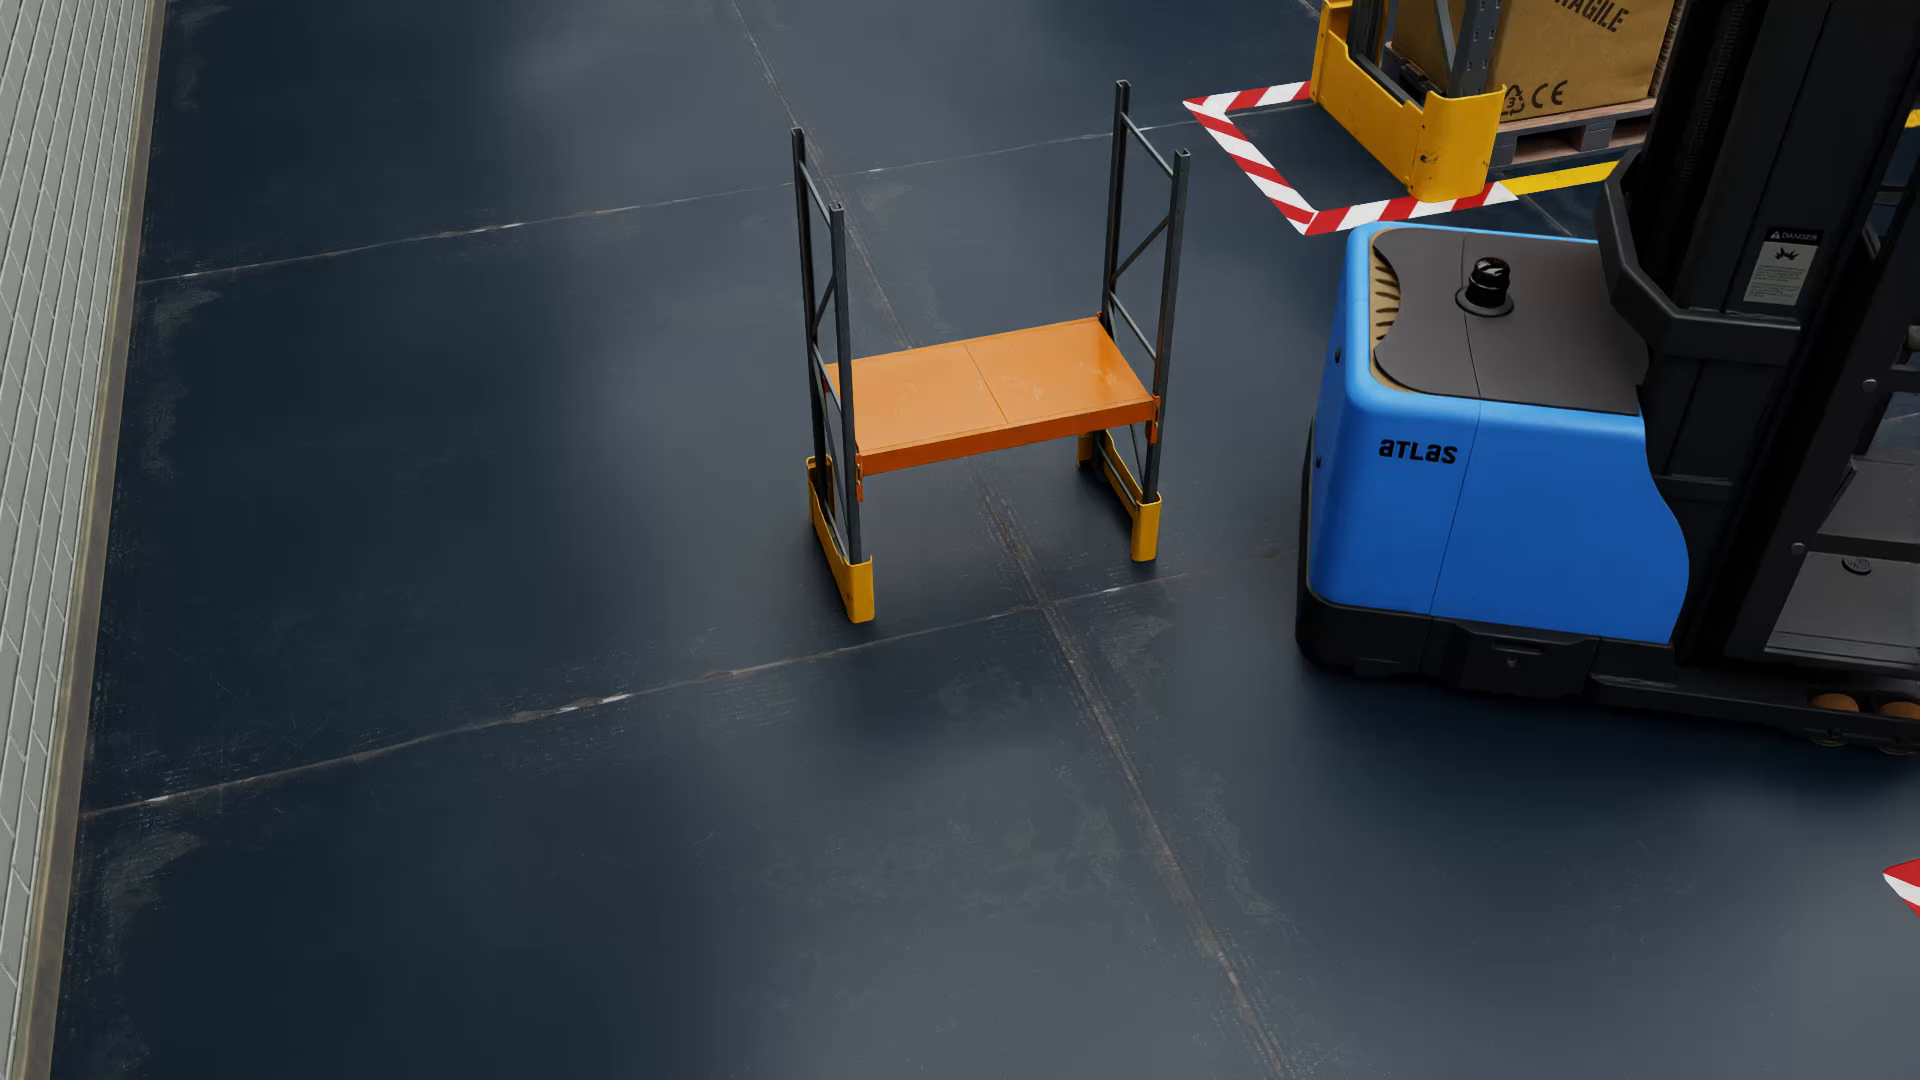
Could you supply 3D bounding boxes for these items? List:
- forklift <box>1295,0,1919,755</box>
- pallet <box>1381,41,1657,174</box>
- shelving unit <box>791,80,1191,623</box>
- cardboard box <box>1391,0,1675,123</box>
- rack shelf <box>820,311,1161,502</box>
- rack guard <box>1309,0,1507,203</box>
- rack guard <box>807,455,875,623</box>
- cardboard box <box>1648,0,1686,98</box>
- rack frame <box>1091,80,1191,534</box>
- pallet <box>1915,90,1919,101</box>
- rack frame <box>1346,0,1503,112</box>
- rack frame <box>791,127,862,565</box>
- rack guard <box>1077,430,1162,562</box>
[{"bbox_3d":[2.633,-0.837,4.481,3.031,2.935,1.130,7,42,8],"label":"forklift"},{"bbox_3d":[2.823,-2.198,8.105,1.213,0.211,1.003,-12,42,-13],"label":"pallet"},{"bbox_3d":[0.073,-0.580,5.274,1.083,1.500,0.587,-12,42,-13],"label":"shelving unit"},{"bbox_3d":[2.670,-2.576,7.714,0.875,0.875,0.875,-12,42,-13],"label":"cardboard box"},{"bbox_3d":[0.081,-0.446,5.394,1.000,0.185,0.538,-12,42,-13],"label":"rack shelf"},{"bbox_3d":[2.061,-2.095,7.768,0.348,0.500,1.175,-12,42,-13],"label":"rack guard"},{"bbox_3d":[-0.402,-0.011,5.572,0.087,0.250,0.587,-12,42,-13],"label":"rack guard"},{"bbox_3d":[3.538,-2.755,7.920,0.875,0.875,0.875,-12,42,-13],"label":"cardboard box"},{"bbox_3d":[0.566,-0.682,5.391,0.032,1.500,0.500,-12,42,-13],"label":"rack frame"},{"bbox_3d":[5.150,-2.680,8.657,1.213,0.211,1.003,-12,42,-13],"label":"pallet"},{"bbox_3d":[2.084,-3.041,6.951,0.127,3.000,1.000,-12,42,-13],"label":"rack frame"},{"bbox_3d":[-0.403,-0.481,5.161,0.032,1.500,0.500,-12,42,-13],"label":"rack frame"},{"bbox_3d":[0.548,-0.208,5.798,0.087,0.250,0.587,-12,42,-13],"label":"rack guard"}]
